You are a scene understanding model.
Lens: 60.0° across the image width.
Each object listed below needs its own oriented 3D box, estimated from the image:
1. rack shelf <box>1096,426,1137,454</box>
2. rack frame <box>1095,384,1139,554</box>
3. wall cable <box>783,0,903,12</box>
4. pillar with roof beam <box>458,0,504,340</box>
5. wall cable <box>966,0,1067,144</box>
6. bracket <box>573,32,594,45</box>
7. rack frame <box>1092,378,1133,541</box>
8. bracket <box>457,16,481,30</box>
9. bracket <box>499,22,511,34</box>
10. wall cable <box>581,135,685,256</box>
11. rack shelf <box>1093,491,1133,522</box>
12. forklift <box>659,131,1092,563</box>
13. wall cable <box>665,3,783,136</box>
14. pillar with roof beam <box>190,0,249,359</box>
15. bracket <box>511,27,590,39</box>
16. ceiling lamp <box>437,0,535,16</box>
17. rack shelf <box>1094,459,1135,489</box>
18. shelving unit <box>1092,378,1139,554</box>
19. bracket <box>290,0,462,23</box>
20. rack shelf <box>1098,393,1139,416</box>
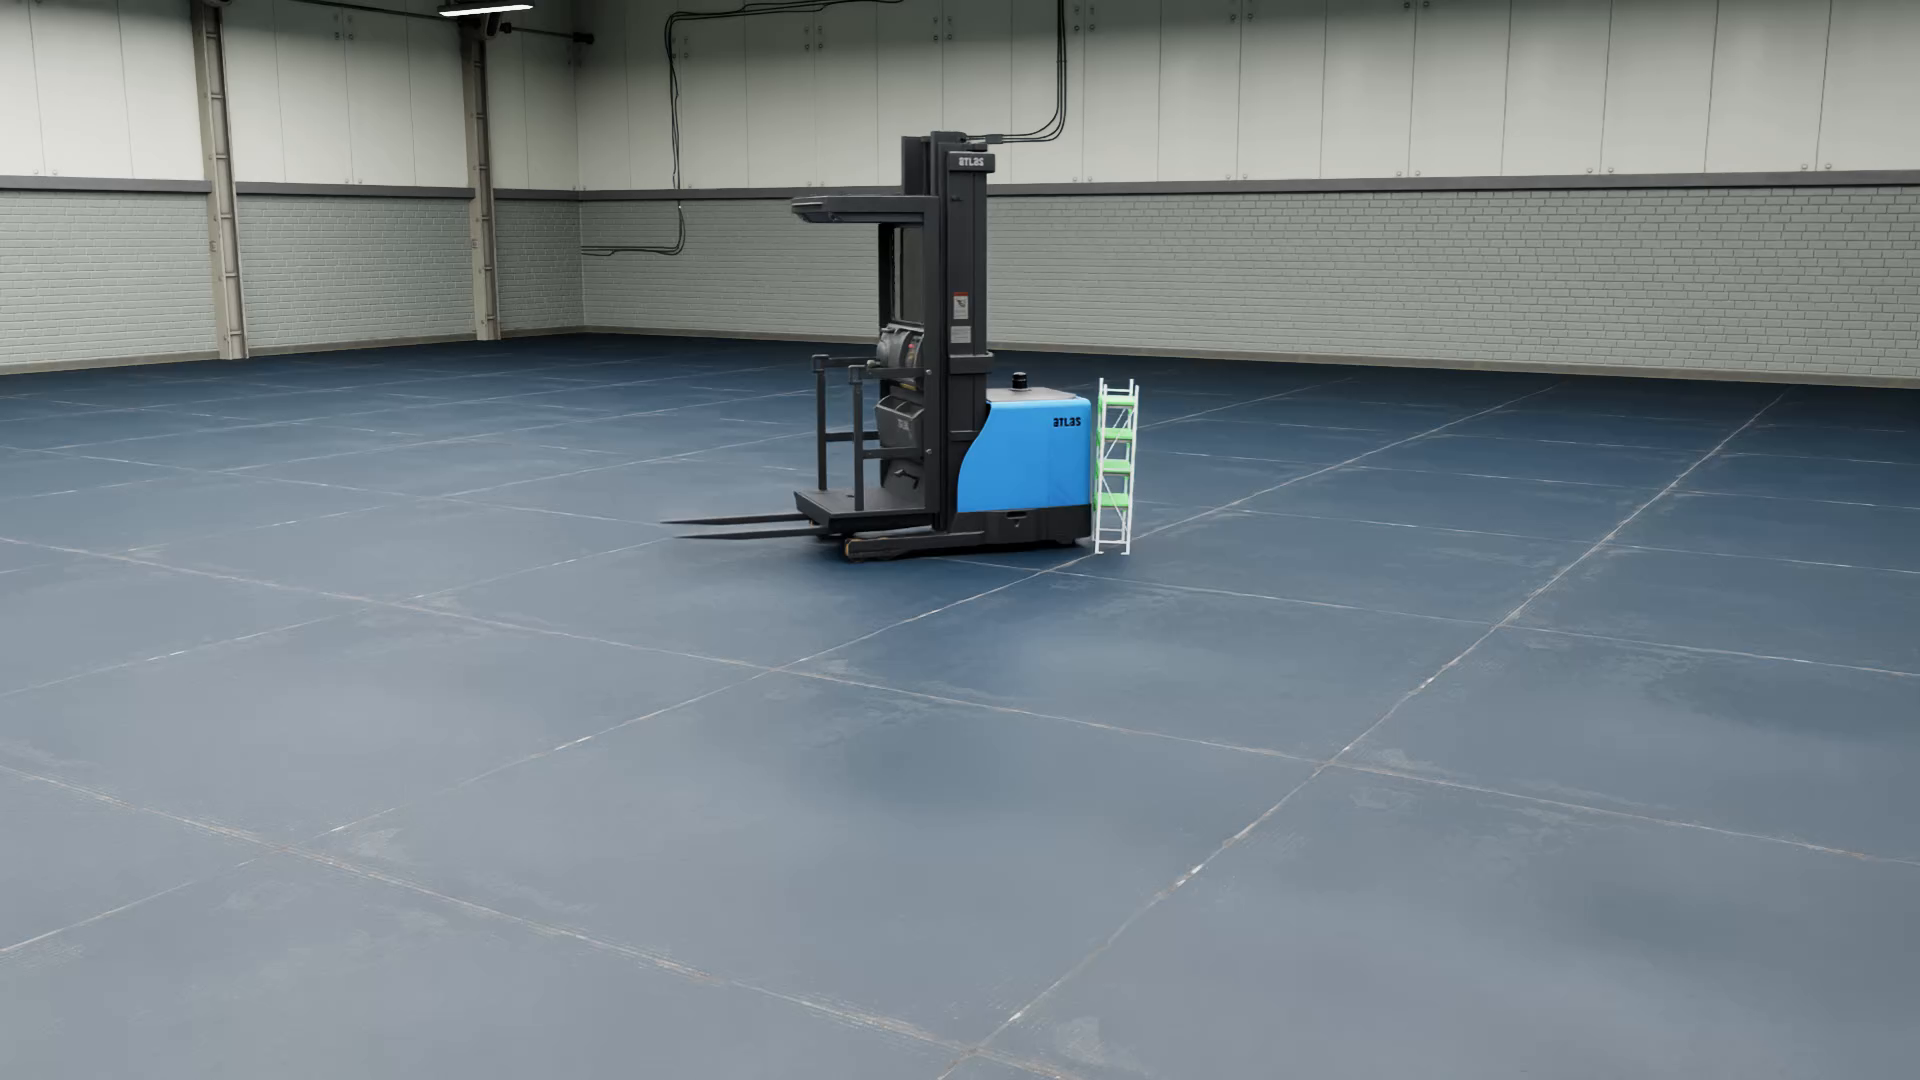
[{"bbox_3d":[1.118,-0.711,11.925,0.258,0.148,0.480,2,11,1],"label":"rack shelf"},{"bbox_3d":[1.105,-0.493,11.718,0.240,1.200,0.015,2,11,1],"label":"rack frame"},{"bbox_3d":[-2.229,-11.583,32.140,3.097,2.526,0.112,6,12,31],"label":"wall cable"},{"bbox_3d":[-6.166,-8.197,31.701,9.100,9.000,0.548,6,12,31],"label":"pillar with roof beam"},{"bbox_3d":[0.920,-9.708,30.527,2.305,6.003,0.169,6,12,31],"label":"wall cable"},{"bbox_3d":[-8.096,-10.782,35.725,0.235,0.232,0.430,6,12,31],"label":"bracket"},{"bbox_3d":[1.118,-0.583,12.197,0.240,1.200,0.015,2,11,1],"label":"rack frame"},{"bbox_3d":[-9.757,-10.279,33.037,0.235,0.232,0.430,6,12,31],"label":"bracket"},{"bbox_3d":[-9.326,-10.409,33.734,0.235,0.232,0.430,6,12,31],"label":"bracket"},{"bbox_3d":[-7.186,-7.419,35.983,3.097,2.526,0.112,6,12,31],"label":"wall cable"},{"bbox_3d":[1.100,-0.240,12.014,0.258,0.148,0.480,2,11,1],"label":"rack shelf"},{"bbox_3d":[-0.614,-1.392,11.838,3.031,2.935,1.130,-4,11,-19],"label":"forklift"},{"bbox_3d":[-4.874,-9.643,34.138,3.097,2.526,0.112,6,12,31],"label":"wall cable"},{"bbox_3d":[-9.281,-7.254,26.660,9.100,9.000,0.548,6,12,31],"label":"pillar with roof beam"},{"bbox_3d":[-8.403,-10.689,35.229,0.076,0.066,3.189,6,12,31],"label":"bracket"},{"bbox_3d":[-7.792,-10.416,27.691,2.000,3.185,0.800,6,12,31],"label":"ceiling lamp"},{"bbox_3d":[1.109,-0.476,11.969,0.258,0.148,0.480,2,11,1],"label":"rack shelf"},{"bbox_3d":[1.111,-0.538,11.957,0.258,1.200,0.503,2,11,1],"label":"shelving unit"},{"bbox_3d":[-11.095,-9.874,30.872,0.076,0.066,4.783,6,12,31],"label":"bracket"},{"bbox_3d":[1.127,-0.947,11.880,0.258,0.148,0.480,2,11,1],"label":"rack shelf"}]
